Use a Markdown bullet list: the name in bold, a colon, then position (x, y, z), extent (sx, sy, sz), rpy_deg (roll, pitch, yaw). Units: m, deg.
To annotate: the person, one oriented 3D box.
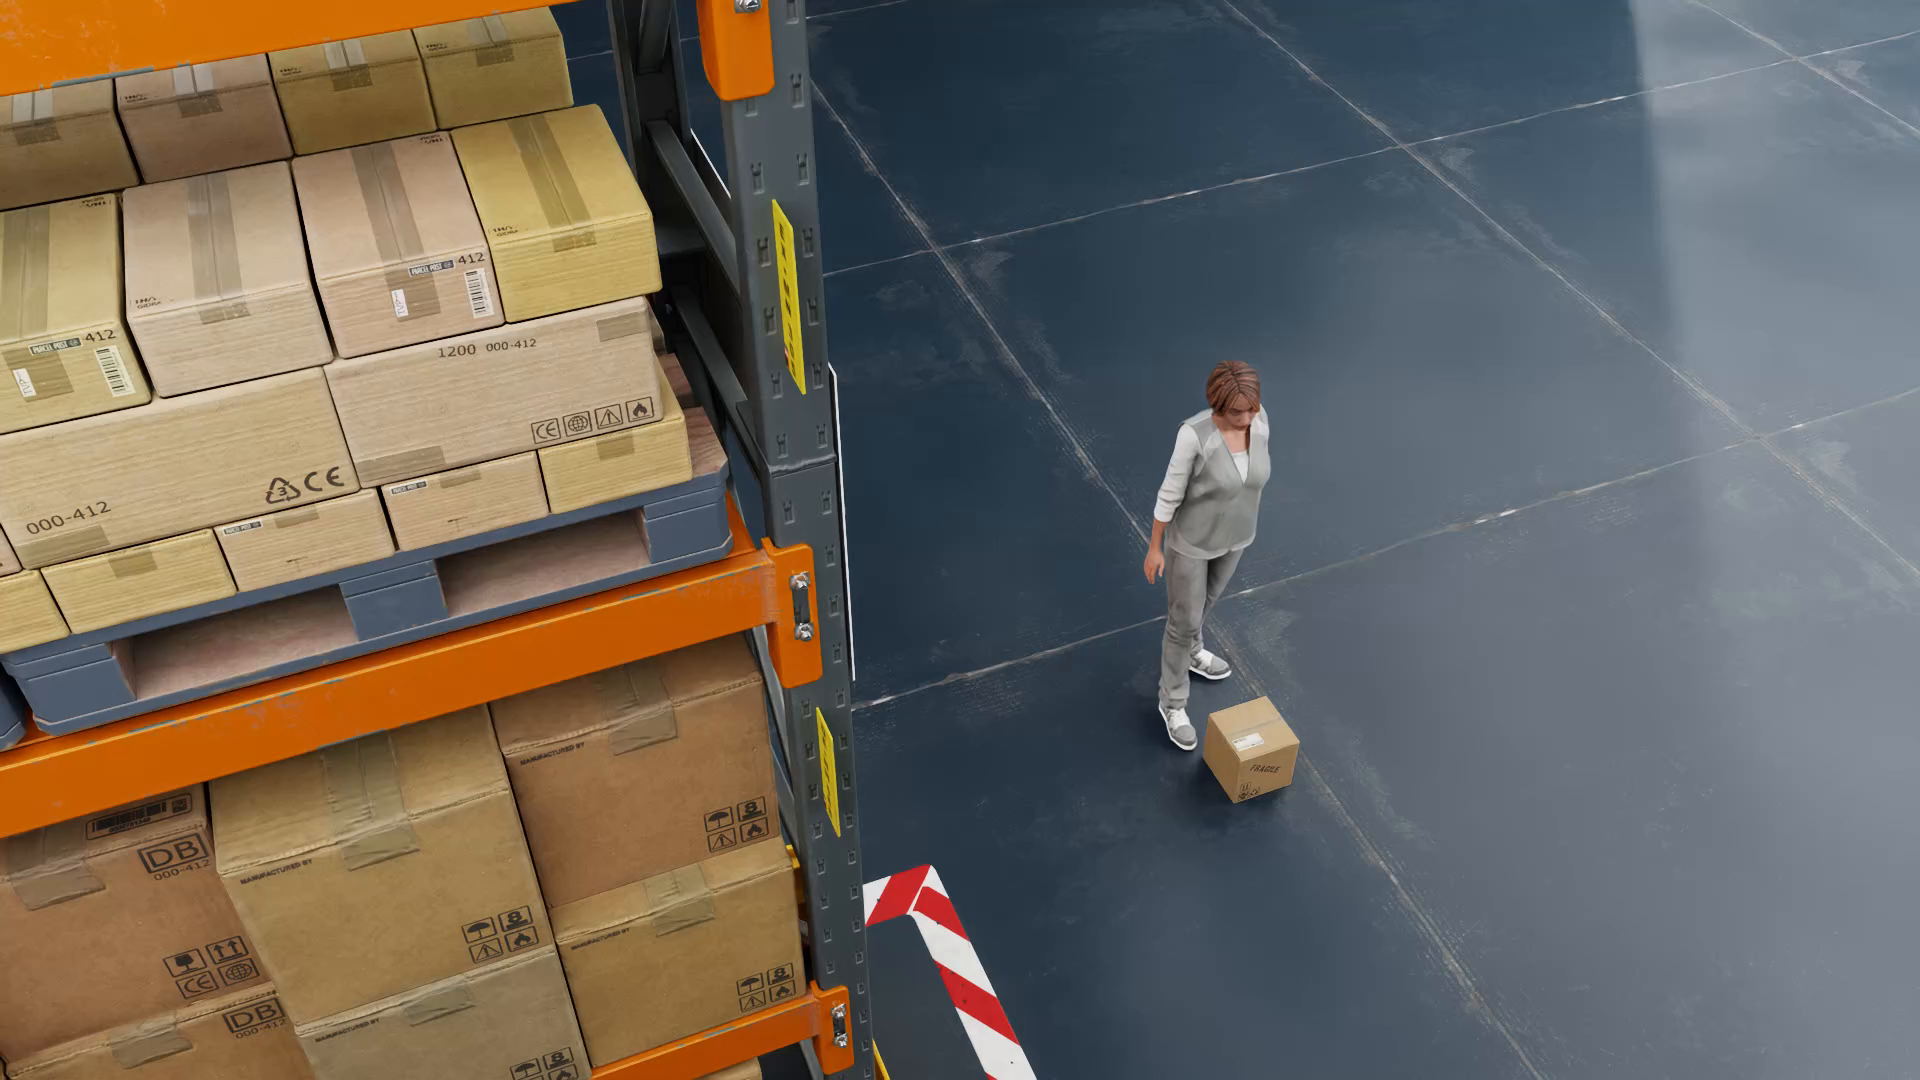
- **person**: position (0.932, 0.030, 6.114), extent (0.489, 1.601, 0.480), rpy_deg (-22, 47, -22)
